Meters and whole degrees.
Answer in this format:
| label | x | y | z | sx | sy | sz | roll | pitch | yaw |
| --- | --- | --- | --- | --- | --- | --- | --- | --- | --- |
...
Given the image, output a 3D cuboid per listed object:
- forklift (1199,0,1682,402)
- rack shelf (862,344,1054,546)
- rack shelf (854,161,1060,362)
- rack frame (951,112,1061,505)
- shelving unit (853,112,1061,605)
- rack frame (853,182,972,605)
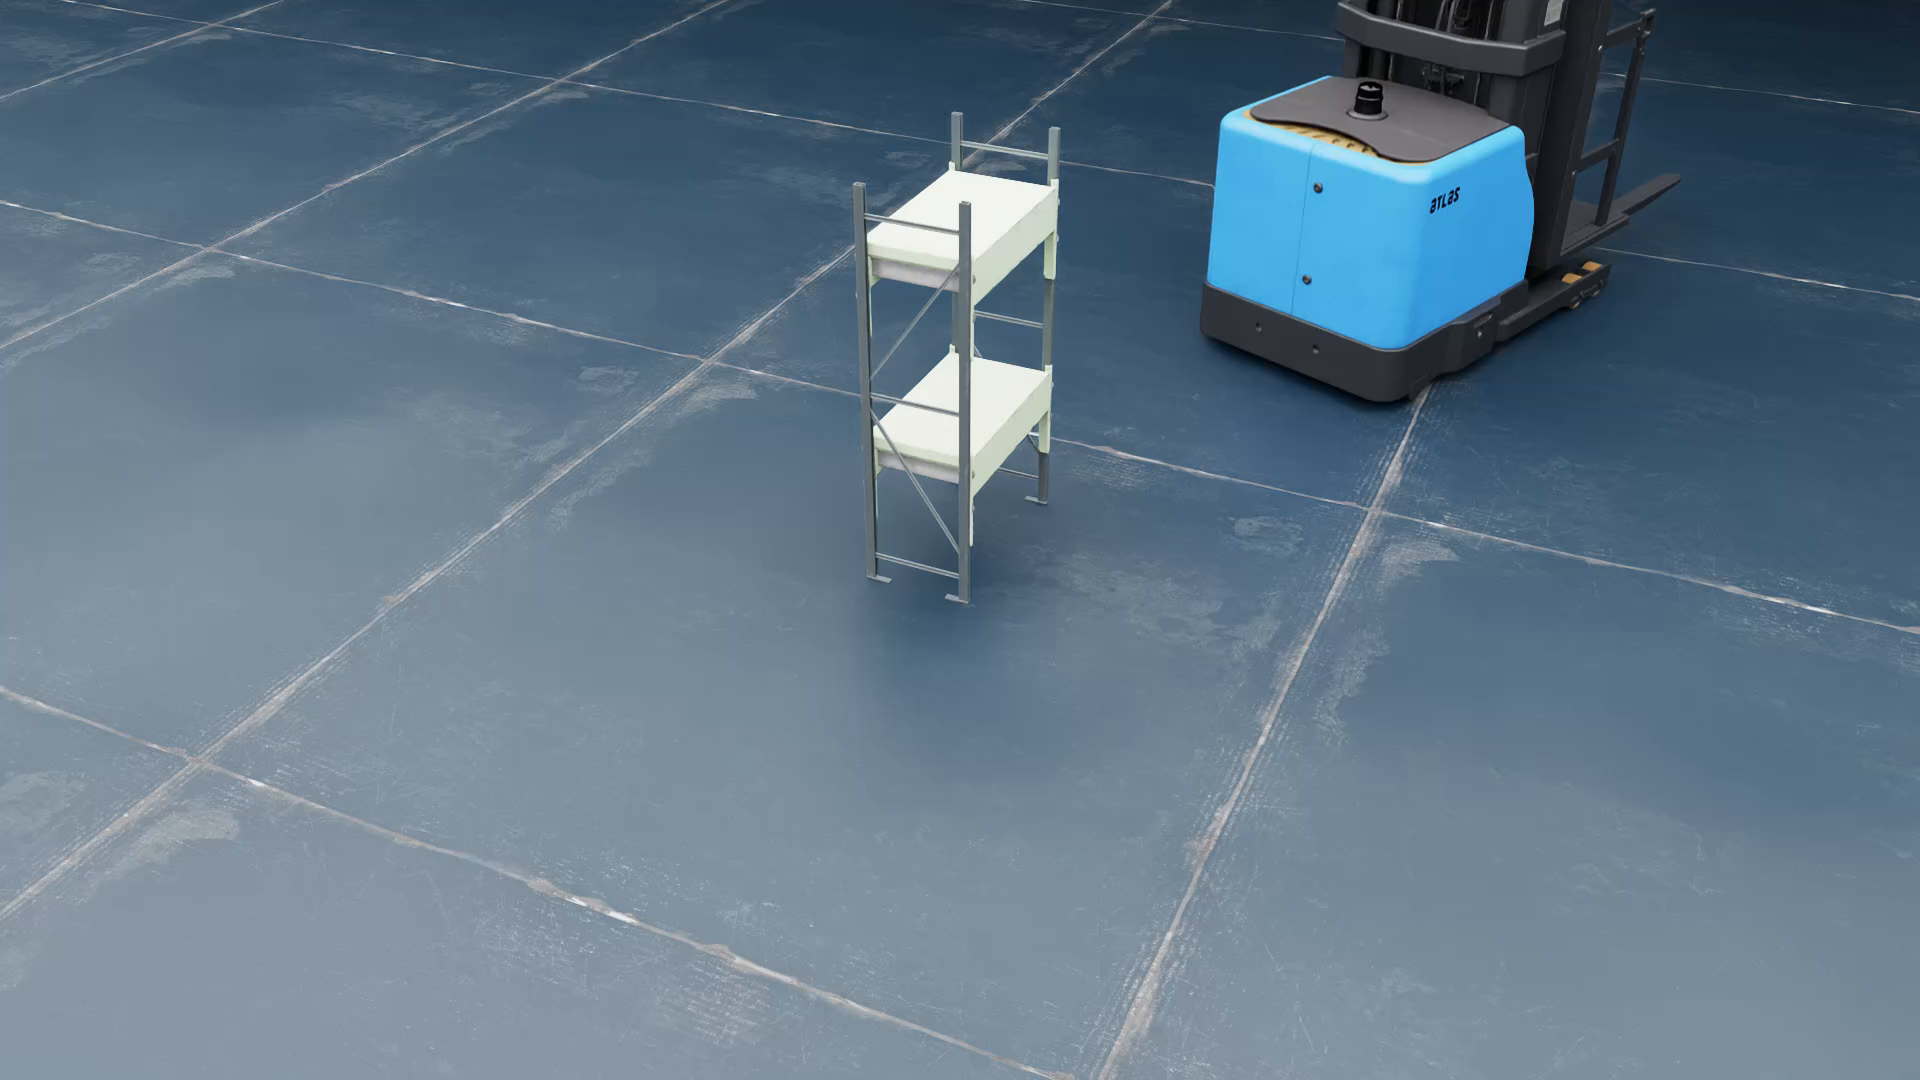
| label | x | y | z | sx | sy | sz | roll | pitch | yaw |
| --- | --- | --- | --- | --- | --- | --- | --- | --- | --- |
| forklift | 2.497 | -2.509 | 7.403 | 3.031 | 2.935 | 1.130 | -28 | 43 | -36 |
| rack shelf | 0.003 | -0.358 | 6.023 | 0.431 | 0.370 | 0.720 | 14 | 36 | 20 |
| rack shelf | 0.003 | -0.957 | 5.630 | 0.431 | 0.370 | 0.720 | 14 | 36 | 20 |
| rack frame | 0.156 | -0.813 | 6.122 | 0.400 | 1.500 | 0.023 | 14 | 36 | 20 |
| shelving unit | 0.003 | -0.631 | 5.844 | 0.431 | 1.500 | 0.755 | 14 | 36 | 20 |
| rack frame | -0.150 | -0.448 | 5.566 | 0.400 | 1.500 | 0.023 | 14 | 36 | 20 |
